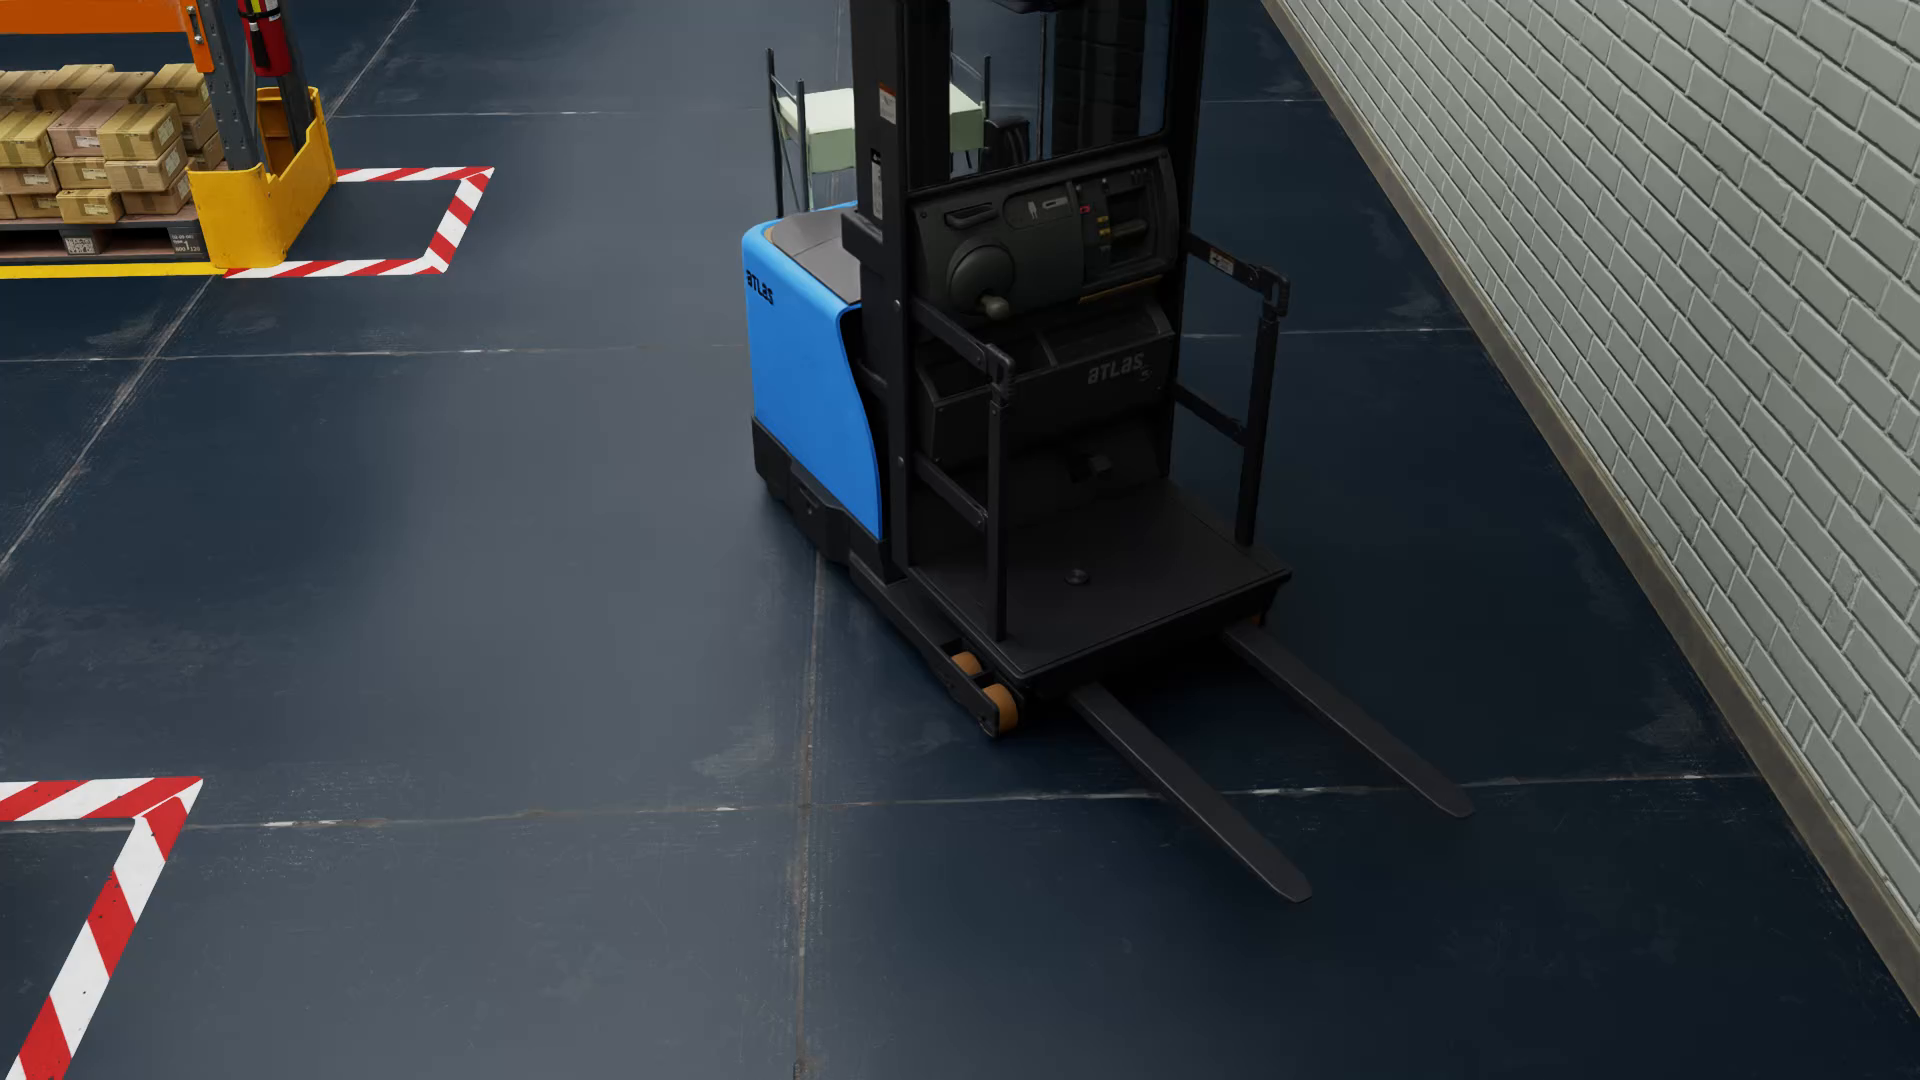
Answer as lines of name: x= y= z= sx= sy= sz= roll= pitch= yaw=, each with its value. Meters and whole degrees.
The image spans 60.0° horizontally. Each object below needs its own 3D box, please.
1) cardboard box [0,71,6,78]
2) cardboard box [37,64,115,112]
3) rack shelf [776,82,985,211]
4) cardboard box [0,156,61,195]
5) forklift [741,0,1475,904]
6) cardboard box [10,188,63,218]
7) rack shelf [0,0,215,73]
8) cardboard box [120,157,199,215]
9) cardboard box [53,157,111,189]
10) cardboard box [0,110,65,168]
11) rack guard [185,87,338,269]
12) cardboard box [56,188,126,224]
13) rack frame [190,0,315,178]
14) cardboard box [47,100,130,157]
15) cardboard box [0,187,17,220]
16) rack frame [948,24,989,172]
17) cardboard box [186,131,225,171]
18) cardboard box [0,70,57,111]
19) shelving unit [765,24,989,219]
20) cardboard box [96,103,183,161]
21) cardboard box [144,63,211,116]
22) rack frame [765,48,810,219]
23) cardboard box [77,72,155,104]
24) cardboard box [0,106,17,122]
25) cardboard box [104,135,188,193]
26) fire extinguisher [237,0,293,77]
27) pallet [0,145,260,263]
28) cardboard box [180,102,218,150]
cardboard box: x=-5.063 y=-2.262 z=8.496 sx=0.250 sy=0.149 sz=0.380 roll=0 pitch=35 yaw=0
cardboard box: x=-4.542 y=-2.318 z=8.577 sx=0.250 sy=0.149 sz=0.380 roll=-2 pitch=35 yaw=-2
rack shelf: x=-0.315 y=-1.549 z=6.485 sx=0.720 sy=0.370 sz=0.431 roll=-14 pitch=37 yaw=-19
cardboard box: x=-4.508 y=-1.835 z=8.140 sx=0.250 sy=0.149 sz=0.380 roll=-3 pitch=35 yaw=-4
forklift: x=0.394 y=-0.882 z=4.948 sx=1.130 sy=2.935 sz=3.031 roll=-19 pitch=39 yaw=-26
cardboard box: x=-4.511 y=-1.749 z=8.277 sx=0.250 sy=0.149 sz=0.380 roll=-2 pitch=35 yaw=-2
rack shelf: x=-5.473 y=-2.554 z=7.937 sx=4.000 sy=0.370 sz=1.077 roll=-2 pitch=35 yaw=-2
cardboard box: x=-3.991 y=-1.771 z=8.310 sx=0.250 sy=0.149 sz=0.380 roll=-1 pitch=35 yaw=-1
cardboard box: x=-4.253 y=-1.873 z=8.196 sx=0.250 sy=0.149 sz=0.380 roll=-2 pitch=35 yaw=-3
cardboard box: x=-4.499 y=-1.937 z=8.026 sx=0.250 sy=0.149 sz=0.380 roll=-2 pitch=35 yaw=-3
rack guard: x=-3.551 y=-1.874 z=8.518 sx=0.348 sy=0.500 sz=1.175 roll=-2 pitch=35 yaw=-2
cardboard box: x=-4.243 y=-1.707 z=8.217 sx=0.250 sy=0.149 sz=0.380 roll=-1 pitch=35 yaw=-1
rack frame: x=-3.475 y=-2.904 z=7.810 sx=0.127 sy=3.000 sz=1.000 roll=-2 pitch=35 yaw=-2
cardboard box: x=-4.246 y=-2.016 z=8.141 sx=0.250 sy=0.149 sz=0.380 roll=-1 pitch=35 yaw=-1
cardboard box: x=-4.757 y=-1.735 z=8.257 sx=0.250 sy=0.149 sz=0.380 roll=-1 pitch=35 yaw=-2
rack frame: x=0.022 y=-1.309 z=6.824 sx=0.023 sy=1.500 sz=0.400 roll=-14 pitch=37 yaw=-19
cardboard box: x=-4.014 y=-2.072 z=8.744 sx=0.250 sy=0.149 sz=0.380 roll=-1 pitch=35 yaw=-1
cardboard box: x=-4.786 y=-2.264 z=8.499 sx=0.250 sy=0.149 sz=0.380 roll=-3 pitch=35 yaw=-5
shelving unit: x=-0.315 y=-1.228 z=6.707 sx=0.755 sy=1.500 sz=0.431 roll=-14 pitch=37 yaw=-19
cardboard box: x=-3.992 y=-1.990 z=8.103 sx=0.250 sy=0.149 sz=0.380 roll=-1 pitch=35 yaw=-2
cardboard box: x=-4.015 y=-2.328 z=8.591 sx=0.250 sy=0.149 sz=0.380 roll=-3 pitch=35 yaw=-4
rack frame: x=-0.652 y=-1.147 z=6.590 sx=0.023 sy=1.500 sz=0.400 roll=-14 pitch=37 yaw=-19
cardboard box: x=-4.284 y=-2.252 z=8.481 sx=0.250 sy=0.149 sz=0.380 roll=-1 pitch=35 yaw=-1
cardboard box: x=-4.760 y=-1.966 z=8.068 sx=0.250 sy=0.149 sz=0.380 roll=-3 pitch=35 yaw=-4
cardboard box: x=-3.989 y=-1.850 z=8.162 sx=0.250 sy=0.149 sz=0.380 roll=-2 pitch=35 yaw=-4
fire extinguisher: x=-3.202 y=-2.463 z=7.569 sx=0.183 sy=0.674 sz=0.296 roll=-2 pitch=35 yaw=-2
pallet: x=-4.364 y=-1.753 z=8.598 sx=1.213 sy=0.211 sz=1.003 roll=-2 pitch=35 yaw=-2
cardboard box: x=-4.011 y=-2.158 z=8.607 sx=0.250 sy=0.149 sz=0.380 roll=0 pitch=35 yaw=0
